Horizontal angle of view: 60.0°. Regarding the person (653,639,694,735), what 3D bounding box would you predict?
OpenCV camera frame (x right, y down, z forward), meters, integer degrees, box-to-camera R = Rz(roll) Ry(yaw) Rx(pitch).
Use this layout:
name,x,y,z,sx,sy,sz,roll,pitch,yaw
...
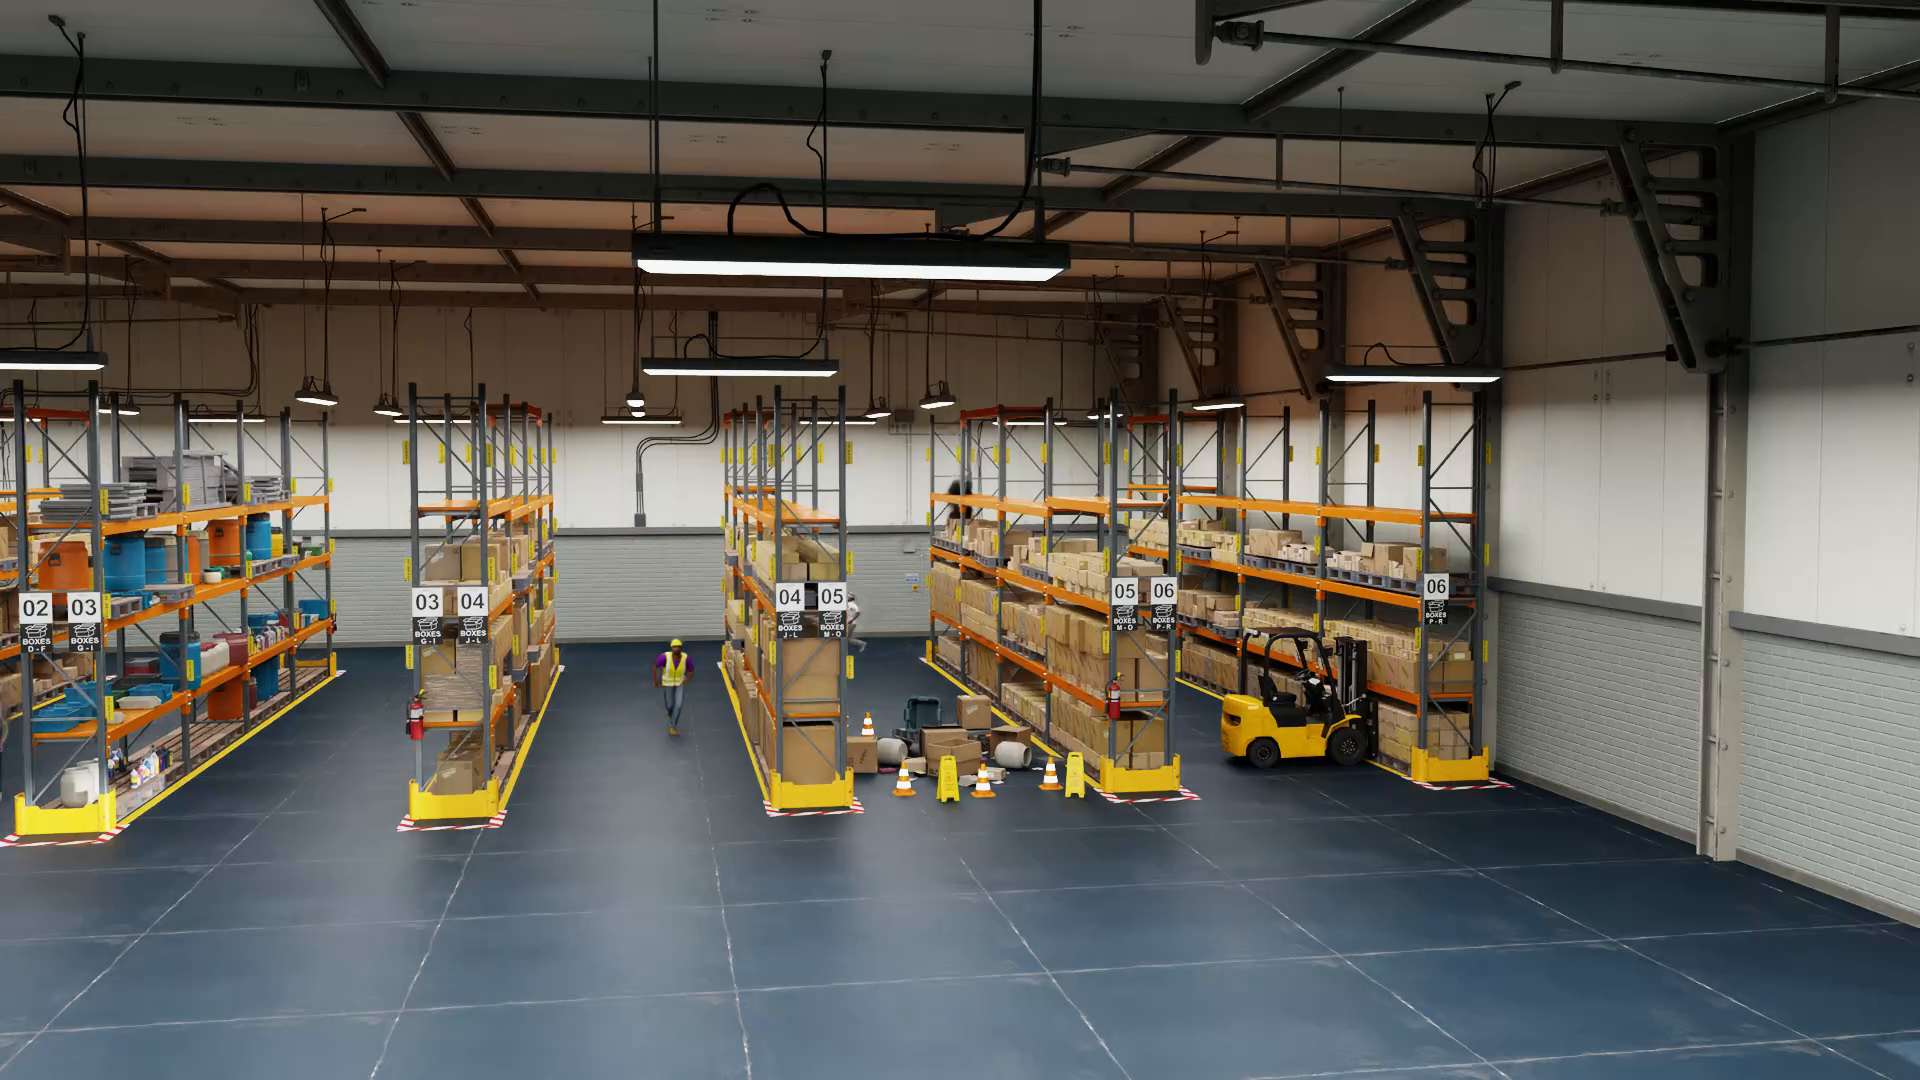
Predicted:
name,x,y,z,sx,sy,sz,roll,pitch,yaw
person,-5.180,2.640,30.102,0.739,1.719,0.701,-1,3,-14

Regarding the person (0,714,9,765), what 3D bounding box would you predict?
name,x,y,z,sx,sy,sz,roll,pitch,yaw
person,-13.967,3.034,23.918,0.522,1.530,0.598,-2,3,-30

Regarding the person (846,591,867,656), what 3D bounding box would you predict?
name,x,y,z,sx,sy,sz,roll,pitch,yaw
person,-2.676,2.101,41.059,0.791,1.691,0.555,-1,3,-15
